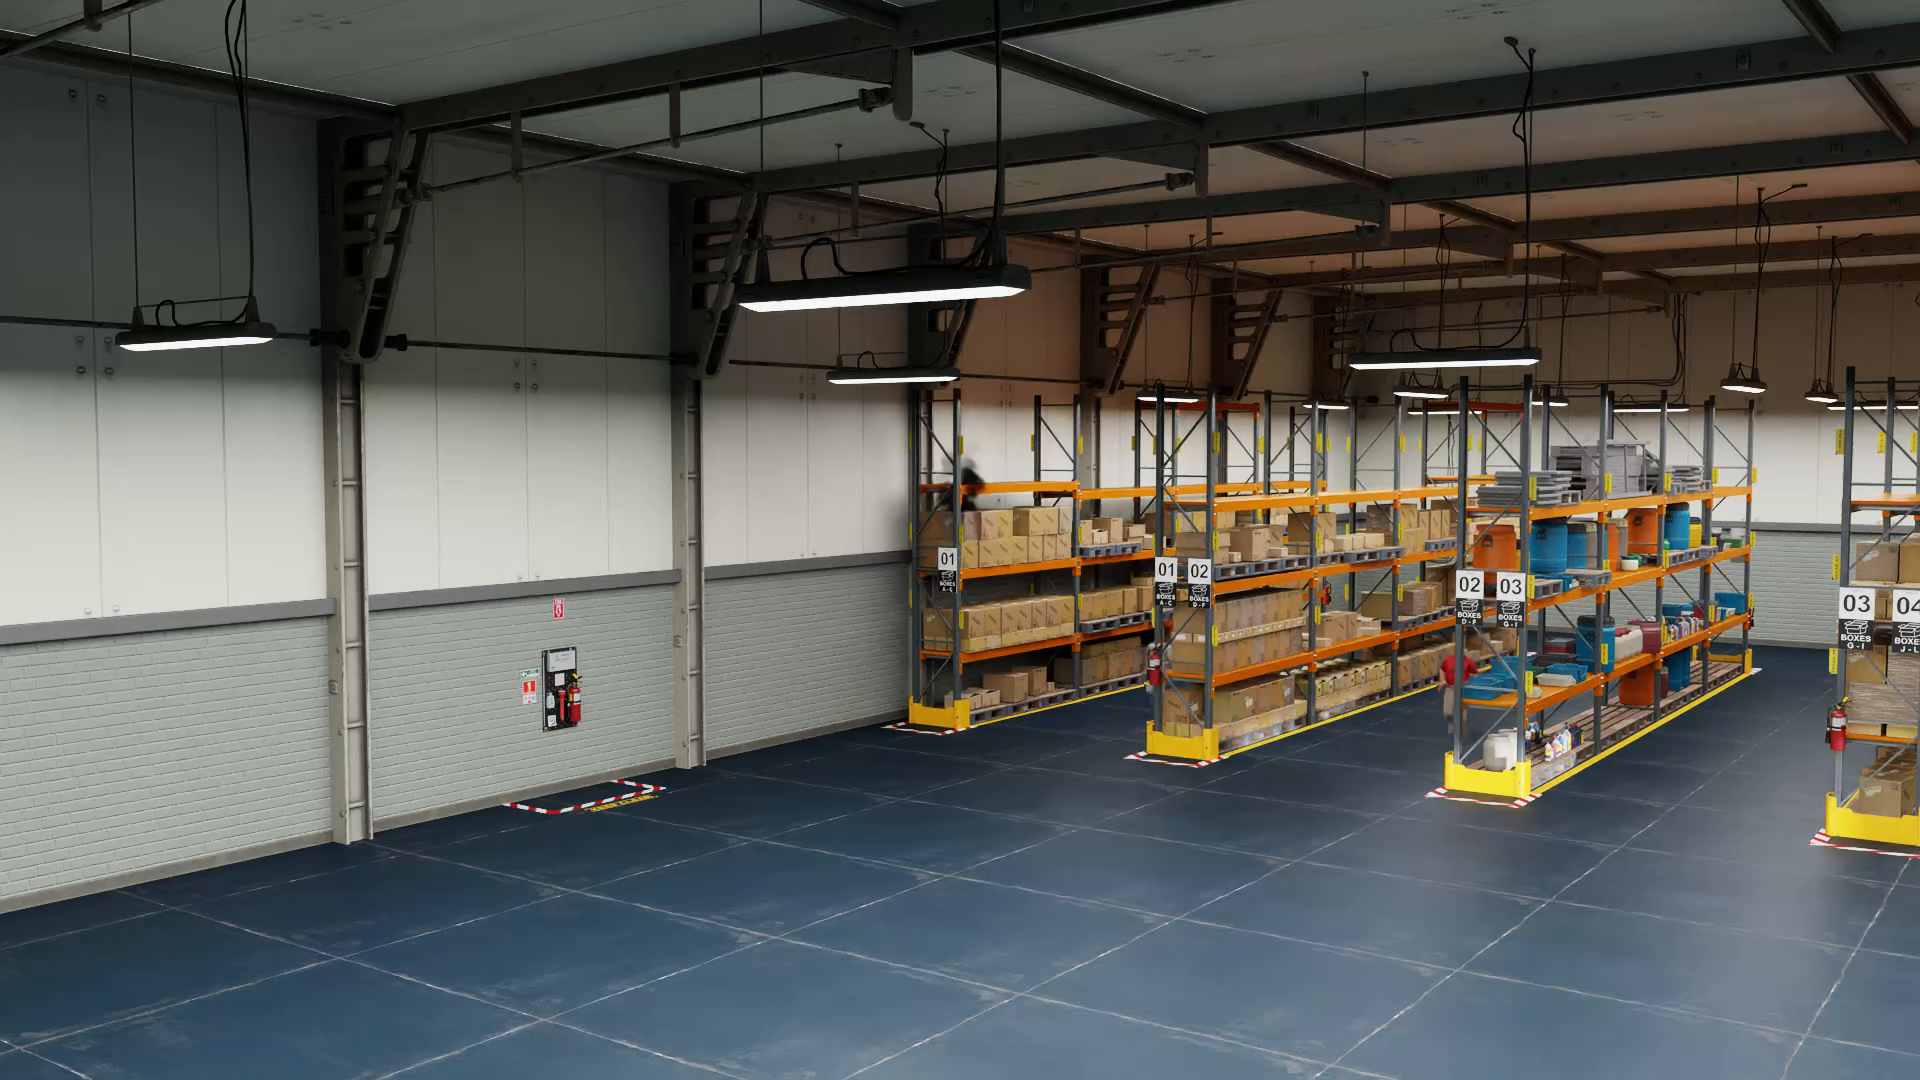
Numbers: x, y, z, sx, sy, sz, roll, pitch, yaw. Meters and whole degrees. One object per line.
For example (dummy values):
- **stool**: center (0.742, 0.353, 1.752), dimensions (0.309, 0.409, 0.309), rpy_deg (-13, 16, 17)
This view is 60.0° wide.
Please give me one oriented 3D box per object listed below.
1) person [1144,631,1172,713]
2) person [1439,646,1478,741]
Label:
- **person**: center (3.612, 2.441, 30.505), dimensions (0.550, 1.629, 0.565), rpy_deg (1, 3, 21)
- **person**: center (8.376, 2.564, 28.049), dimensions (0.665, 1.683, 0.561), rpy_deg (2, 4, 29)
